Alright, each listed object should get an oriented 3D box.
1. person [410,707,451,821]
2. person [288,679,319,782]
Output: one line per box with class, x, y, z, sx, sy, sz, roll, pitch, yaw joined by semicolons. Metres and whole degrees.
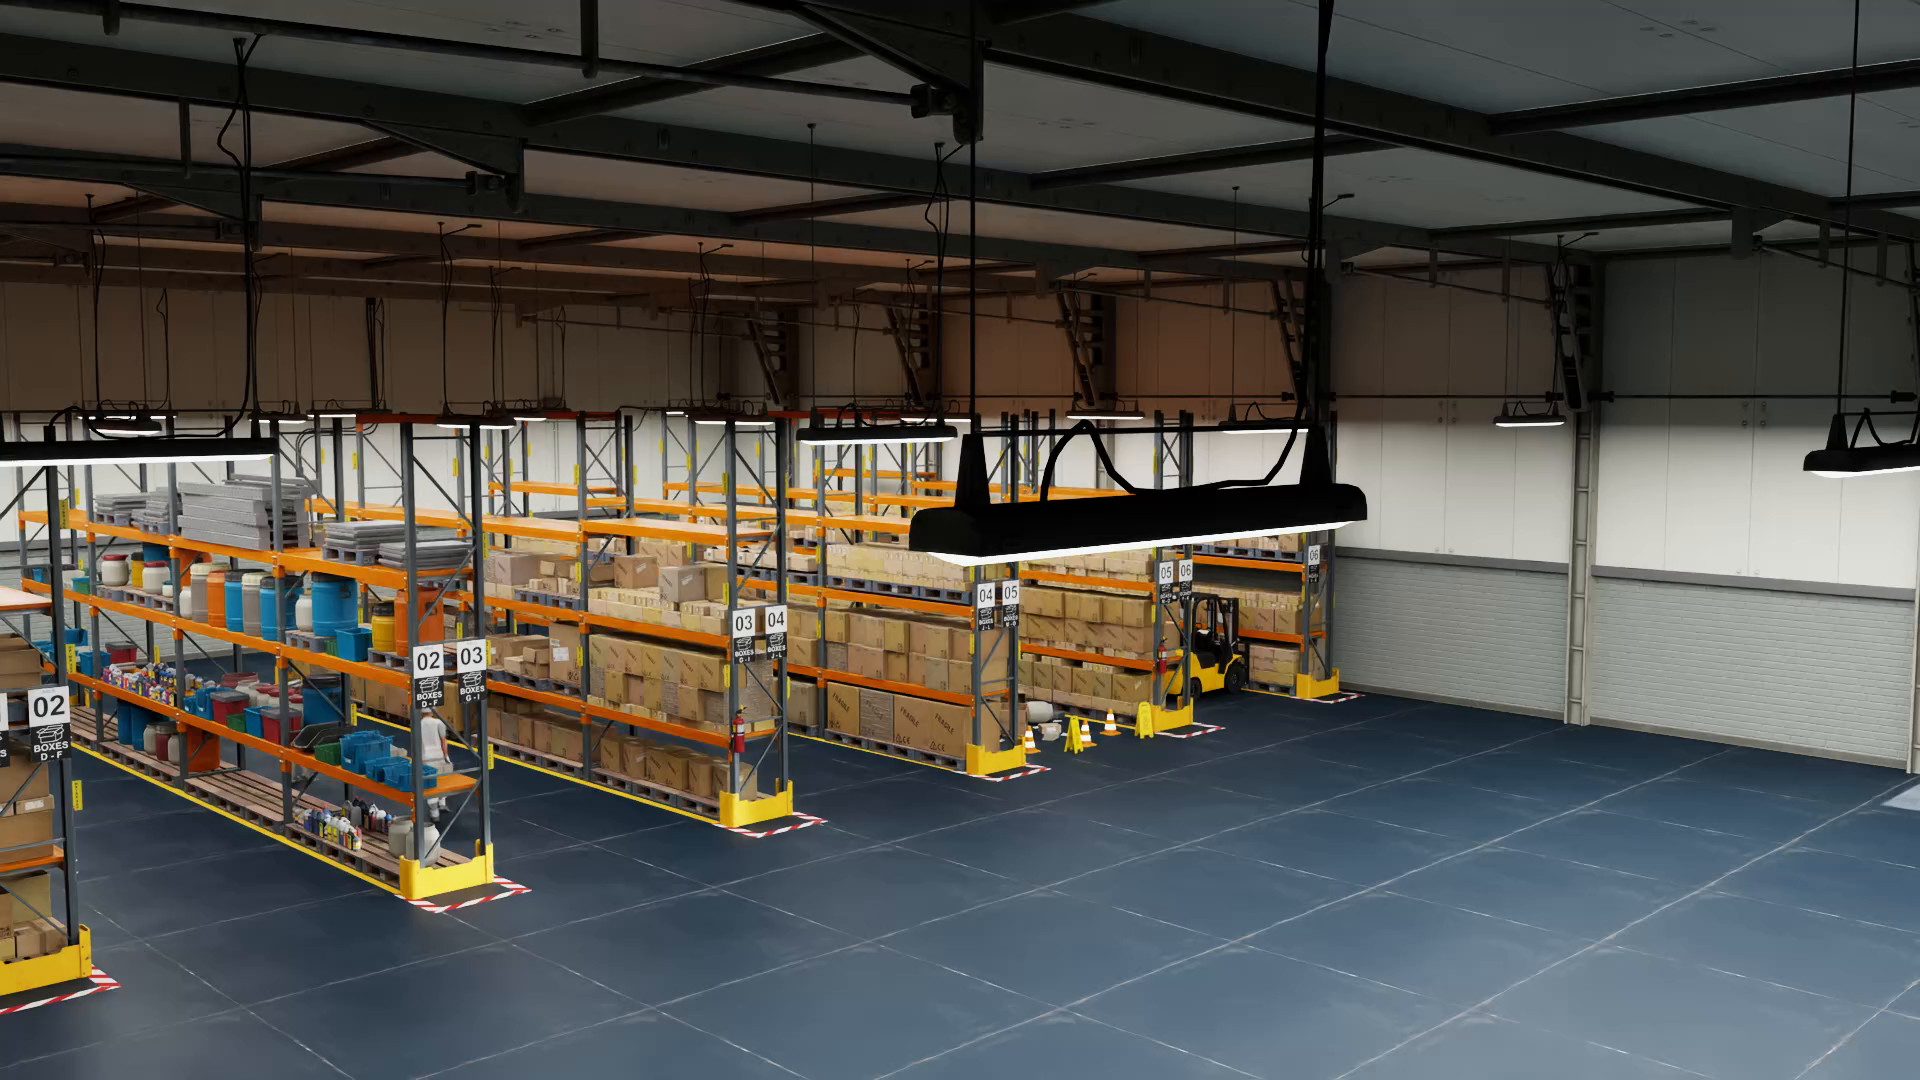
person;-7.900;3.276;24.793;0.543;1.772;0.496;-3;6;-30
person;-10.860;3.150;27.258;0.543;1.690;0.521;1;5;10
